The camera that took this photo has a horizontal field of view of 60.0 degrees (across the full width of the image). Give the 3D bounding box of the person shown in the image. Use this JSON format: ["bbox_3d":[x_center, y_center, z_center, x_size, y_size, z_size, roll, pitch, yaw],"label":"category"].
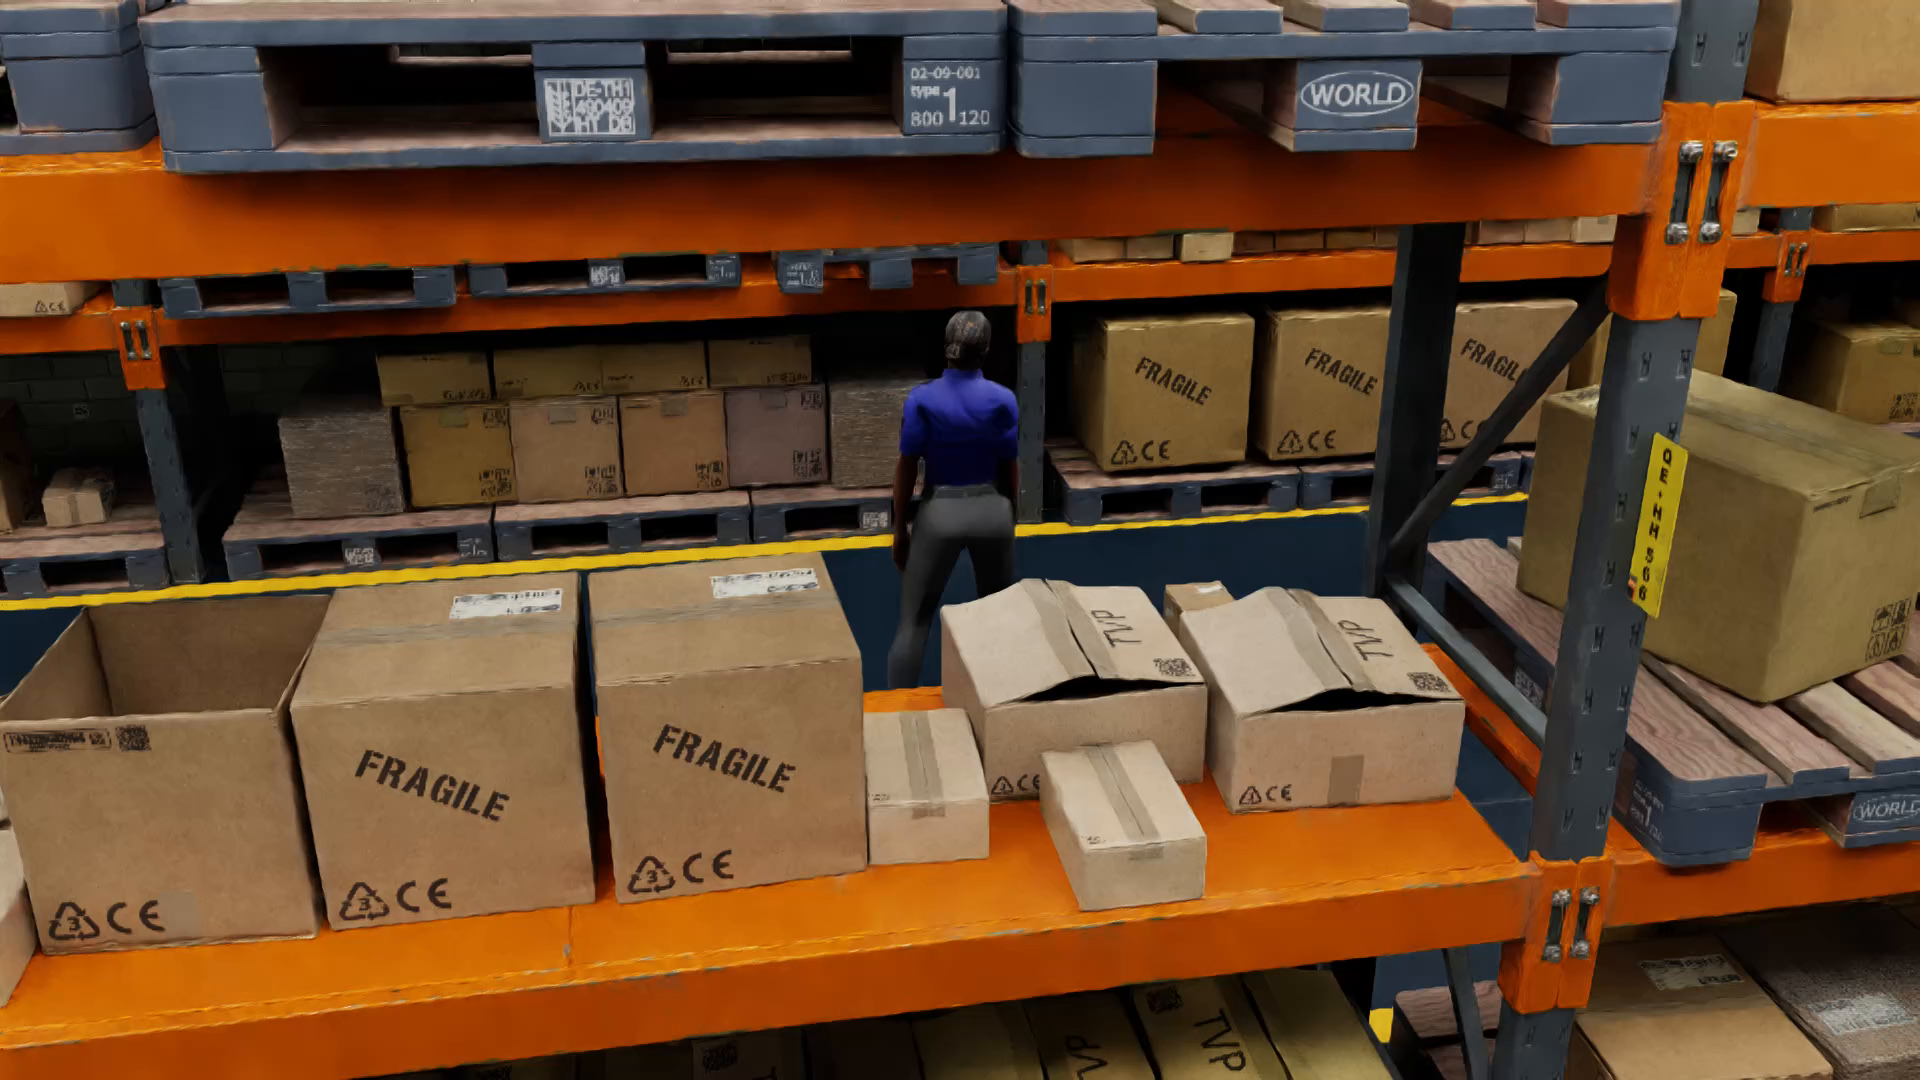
[{"bbox_3d":[-0.043,-0.049,6.241,0.595,1.659,0.551,-3,24,-7],"label":"person"}]
